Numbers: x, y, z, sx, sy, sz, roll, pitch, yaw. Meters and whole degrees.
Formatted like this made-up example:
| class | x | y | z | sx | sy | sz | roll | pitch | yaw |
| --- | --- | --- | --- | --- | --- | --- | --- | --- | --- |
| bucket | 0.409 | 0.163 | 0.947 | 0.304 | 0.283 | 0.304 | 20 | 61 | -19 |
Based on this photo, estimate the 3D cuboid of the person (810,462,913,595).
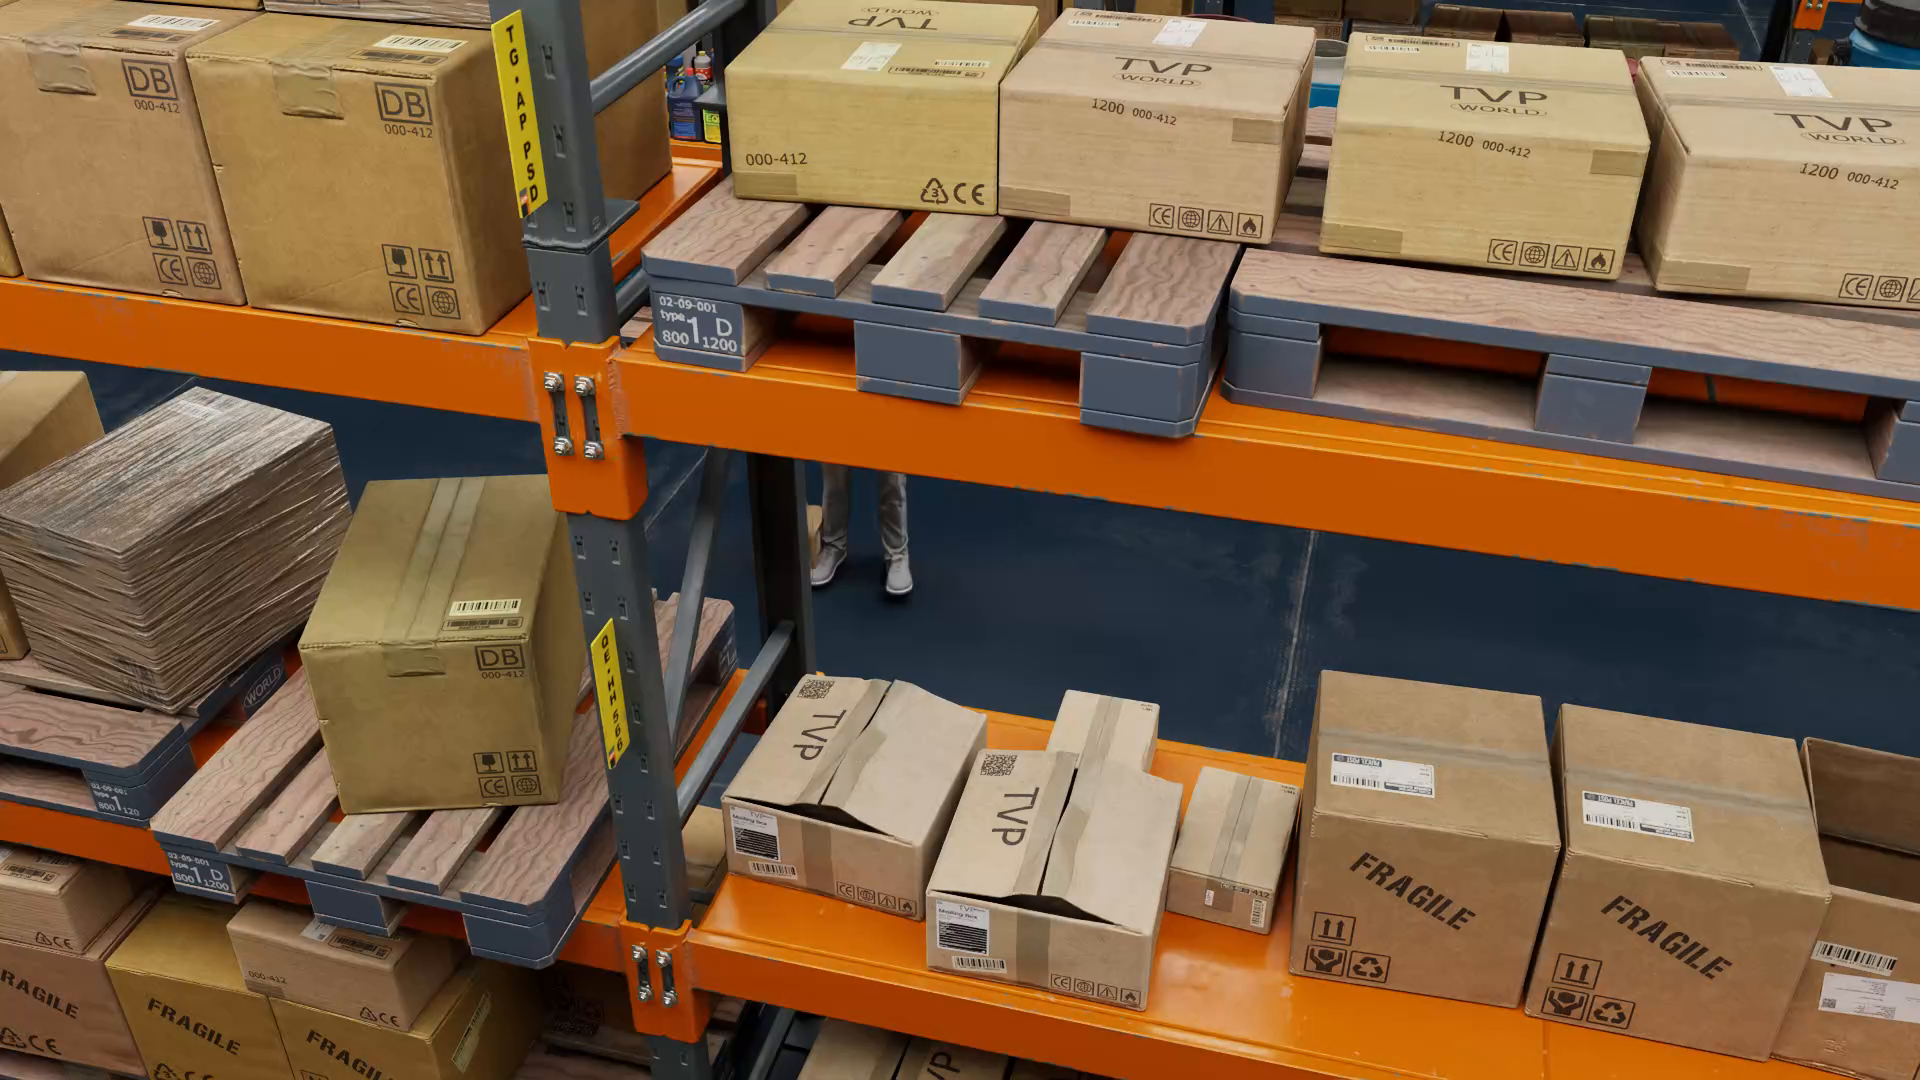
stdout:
| class | x | y | z | sx | sy | sz | roll | pitch | yaw |
| --- | --- | --- | --- | --- | --- | --- | --- | --- | --- |
| person | -0.418 | -0.535 | 6.901 | 0.533 | 1.686 | 0.432 | -5 | 33 | -7 |
